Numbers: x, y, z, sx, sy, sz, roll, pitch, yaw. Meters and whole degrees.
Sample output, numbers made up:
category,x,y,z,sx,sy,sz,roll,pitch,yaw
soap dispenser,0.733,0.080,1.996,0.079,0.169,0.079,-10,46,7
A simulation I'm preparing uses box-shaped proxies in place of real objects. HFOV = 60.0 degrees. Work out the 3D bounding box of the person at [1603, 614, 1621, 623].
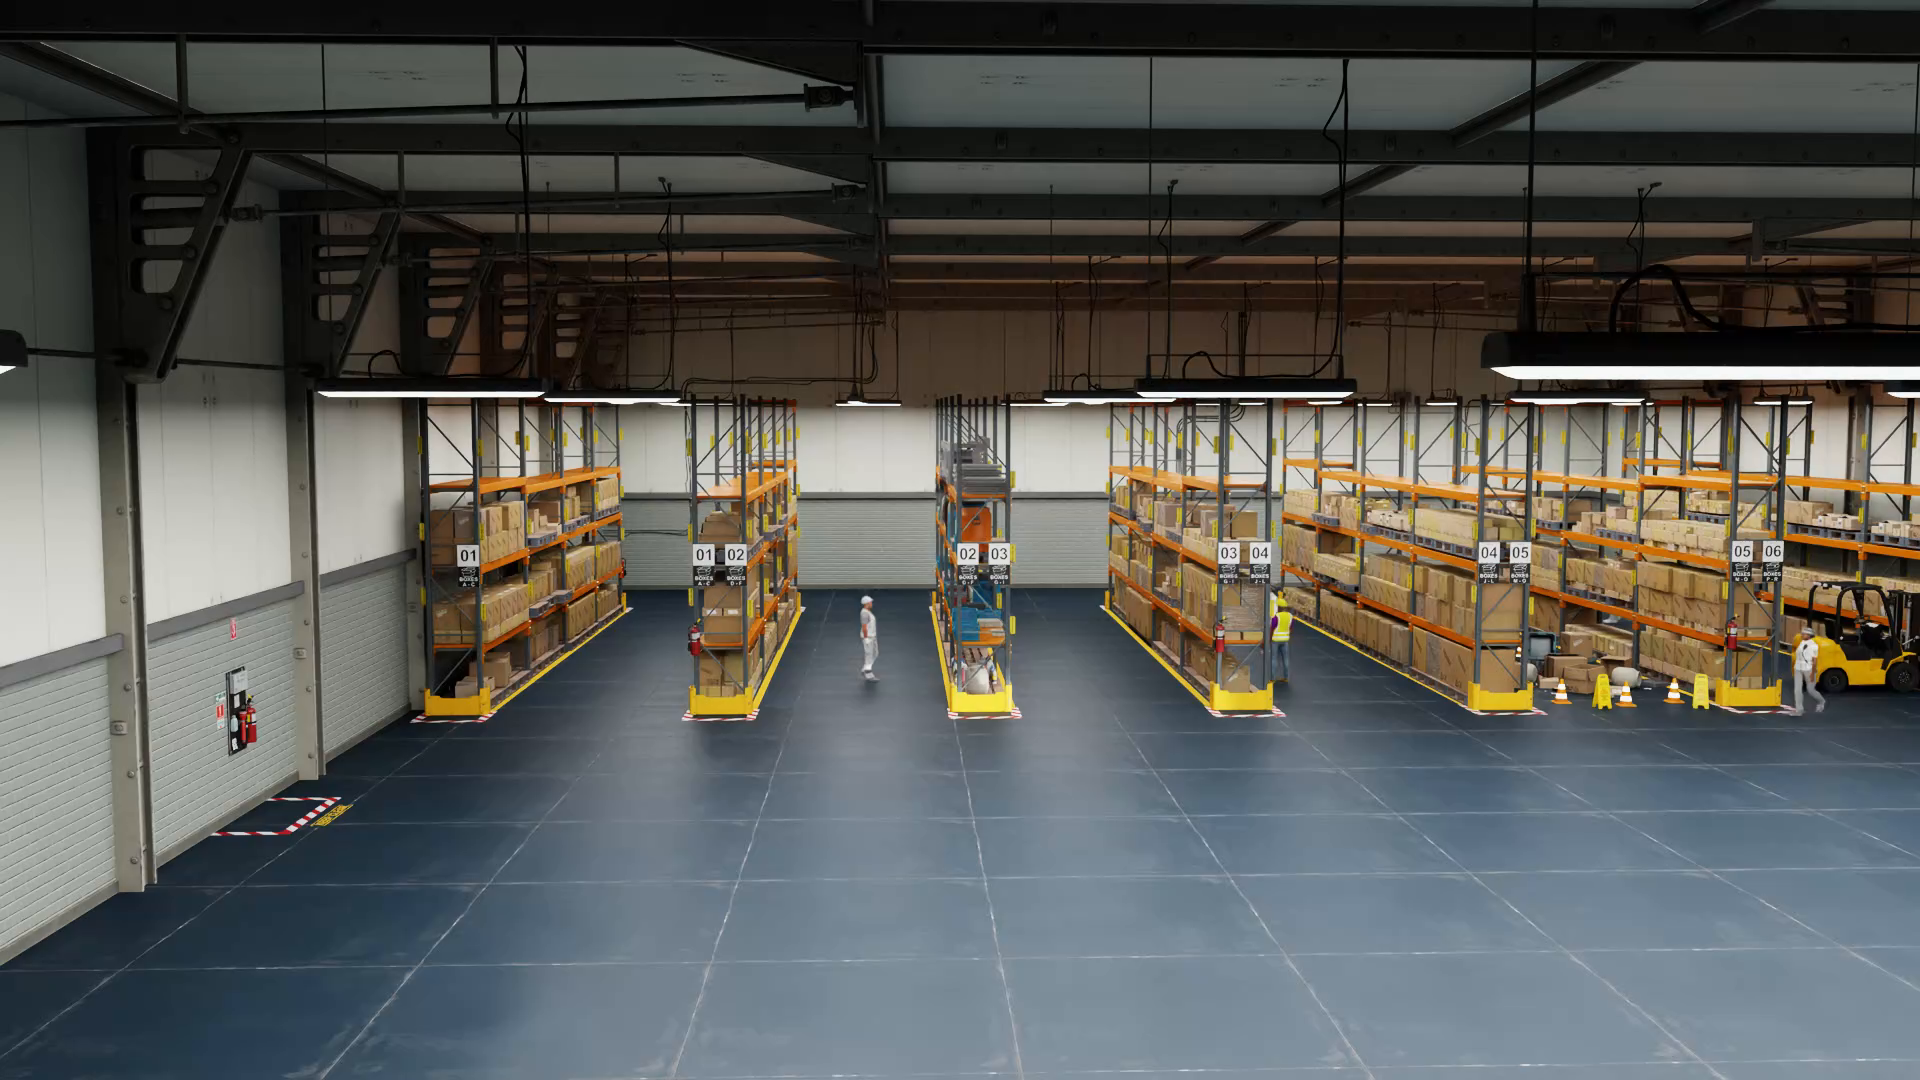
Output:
category,x,y,z,sx,sy,sz,roll,pitch,yaw
person,17.487,1.356,44.449,0.522,1.793,0.622,1,5,18

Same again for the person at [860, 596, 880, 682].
category,x,y,z,sx,sy,sz,roll,pitch,yaw
person,-1.907,2.067,35.006,0.517,1.794,0.627,1,5,10

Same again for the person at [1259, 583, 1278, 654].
category,x,y,z,sx,sy,sz,roll,pitch,yaw
person,7.211,1.848,38.787,0.377,1.731,0.499,-4,6,-43

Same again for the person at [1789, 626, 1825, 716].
category,x,y,z,sx,sy,sz,roll,pitch,yaw
person,15.793,2.438,30.982,0.695,1.671,0.448,-3,5,-33

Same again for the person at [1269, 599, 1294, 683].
category,x,y,z,sx,sy,sz,roll,pitch,yaw
person,6.698,2.107,34.779,0.577,1.770,0.469,0,5,-3
